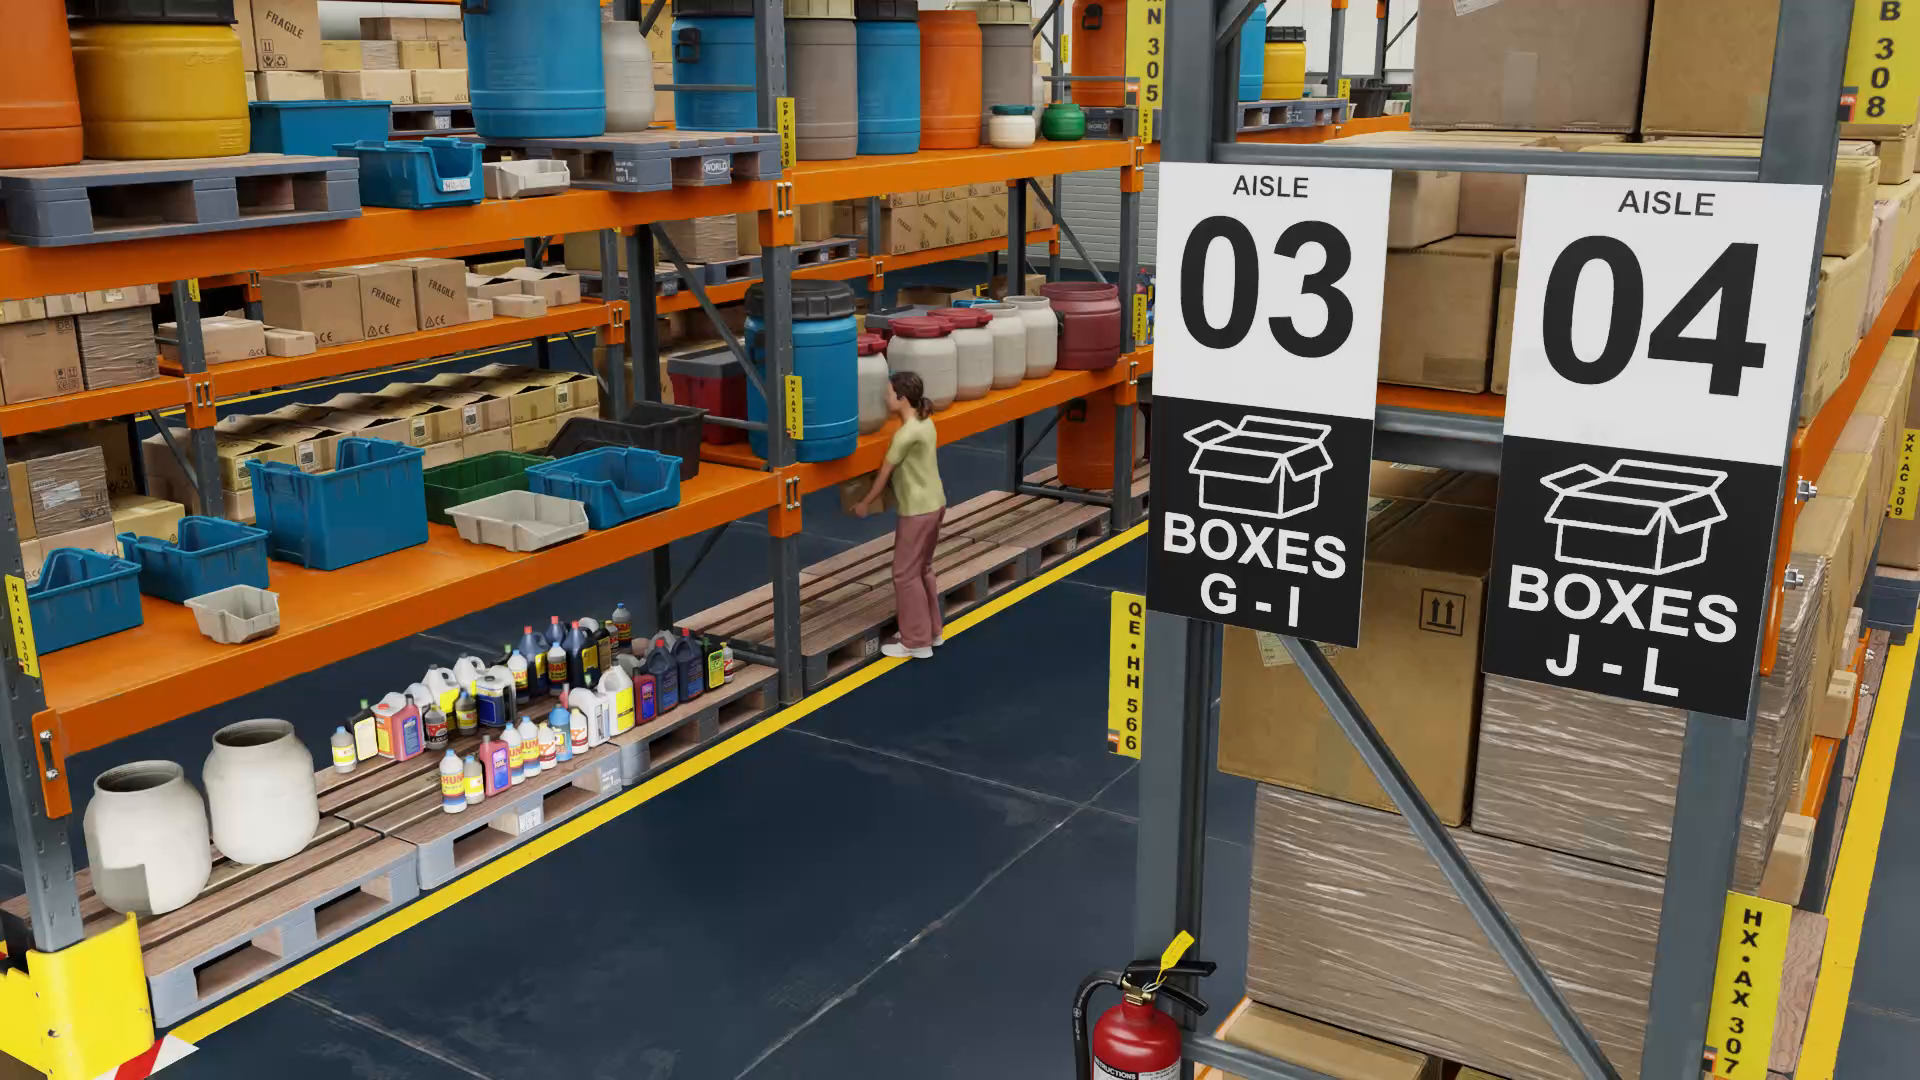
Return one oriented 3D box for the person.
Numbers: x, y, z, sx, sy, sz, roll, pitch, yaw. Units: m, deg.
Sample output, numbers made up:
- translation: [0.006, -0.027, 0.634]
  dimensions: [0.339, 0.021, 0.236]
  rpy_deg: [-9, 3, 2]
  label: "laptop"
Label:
- translation: [-0.354, -0.153, 9.588]
  dimensions: [0.530, 1.666, 0.409]
  rpy_deg: [4, 17, 14]
  label: "person"
